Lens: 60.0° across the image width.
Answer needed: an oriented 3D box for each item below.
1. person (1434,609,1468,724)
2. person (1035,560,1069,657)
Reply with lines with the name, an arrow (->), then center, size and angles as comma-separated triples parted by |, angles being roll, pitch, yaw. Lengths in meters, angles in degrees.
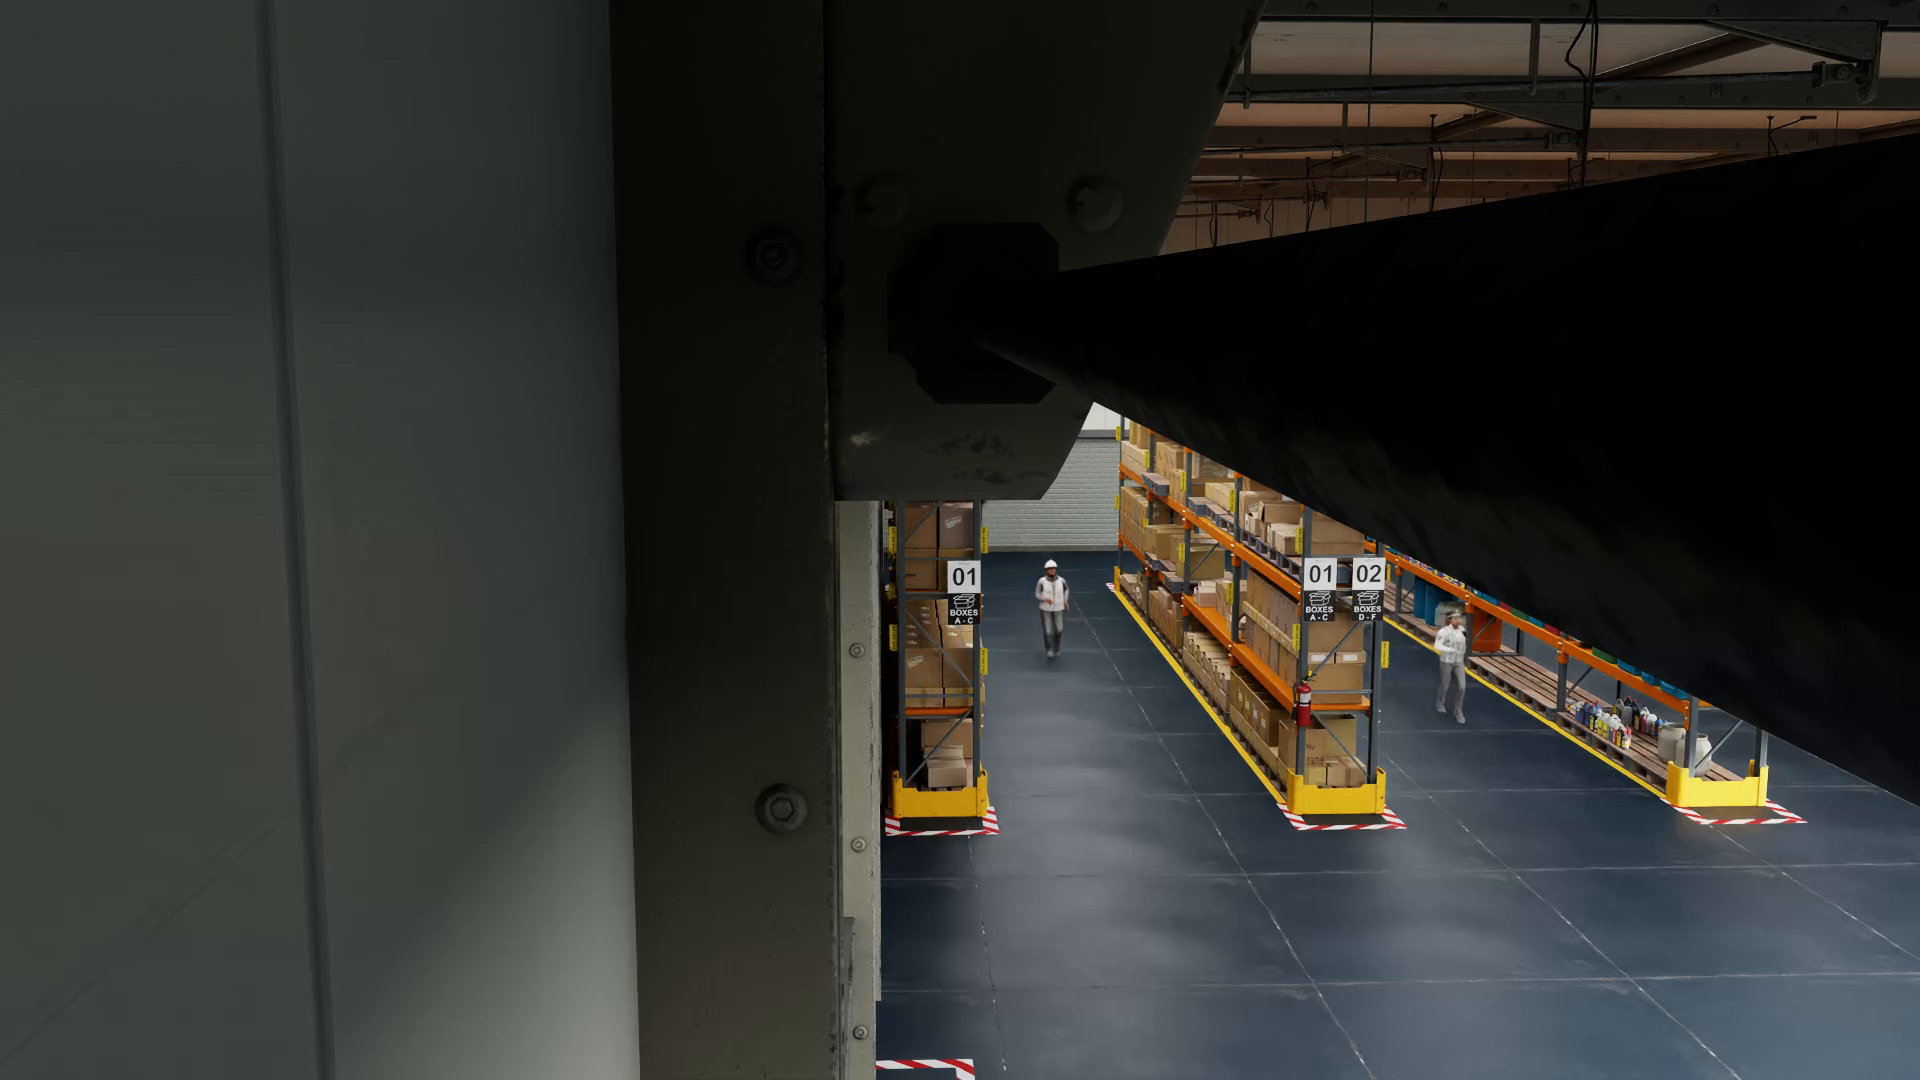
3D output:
person -> 7.445, 1.888, 25.216 | 0.594, 1.752, 0.751 | -1, 8, -6
person -> 1.648, 1.232, 29.486 | 0.645, 1.732, 0.592 | -1, 8, -6
